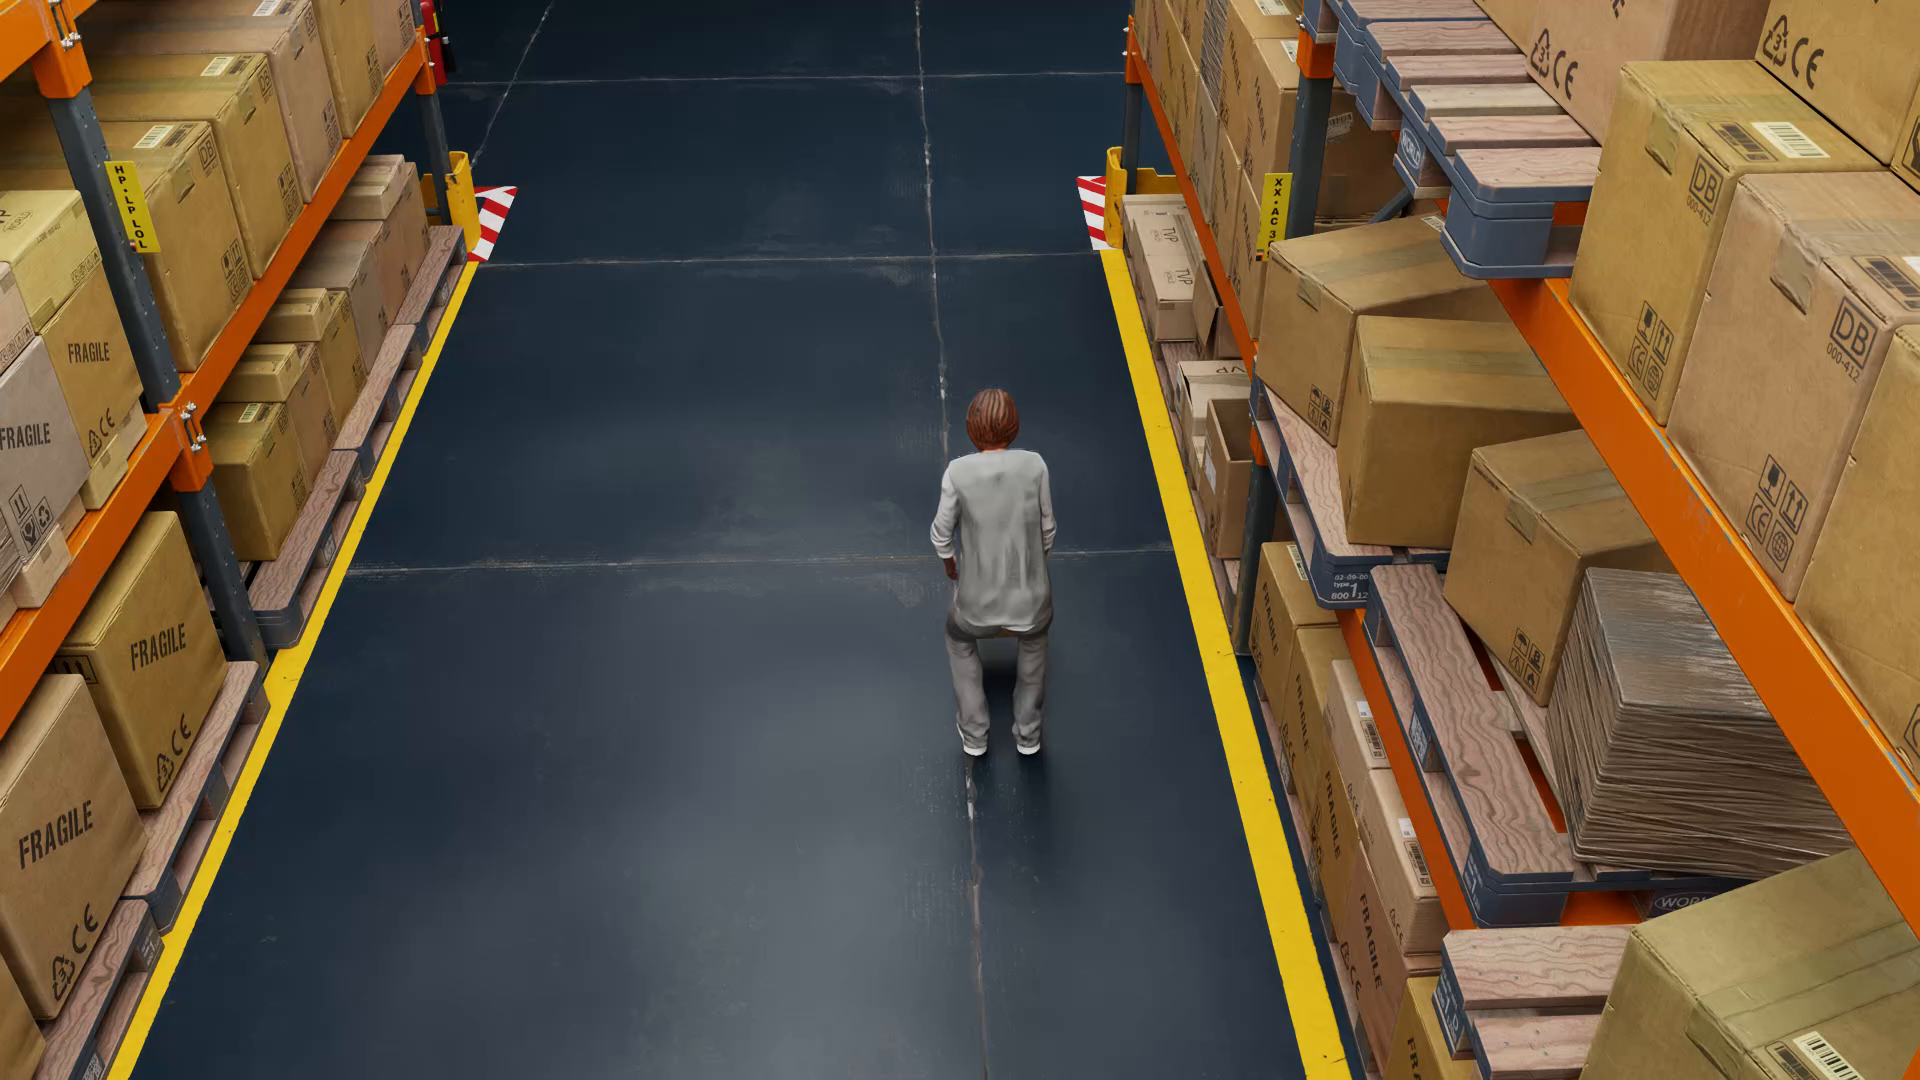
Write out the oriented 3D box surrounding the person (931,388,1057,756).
[{"bbox_3d":[0.122,0.167,6.063,0.454,1.444,0.540,-1,36,-2],"label":"person"}]
